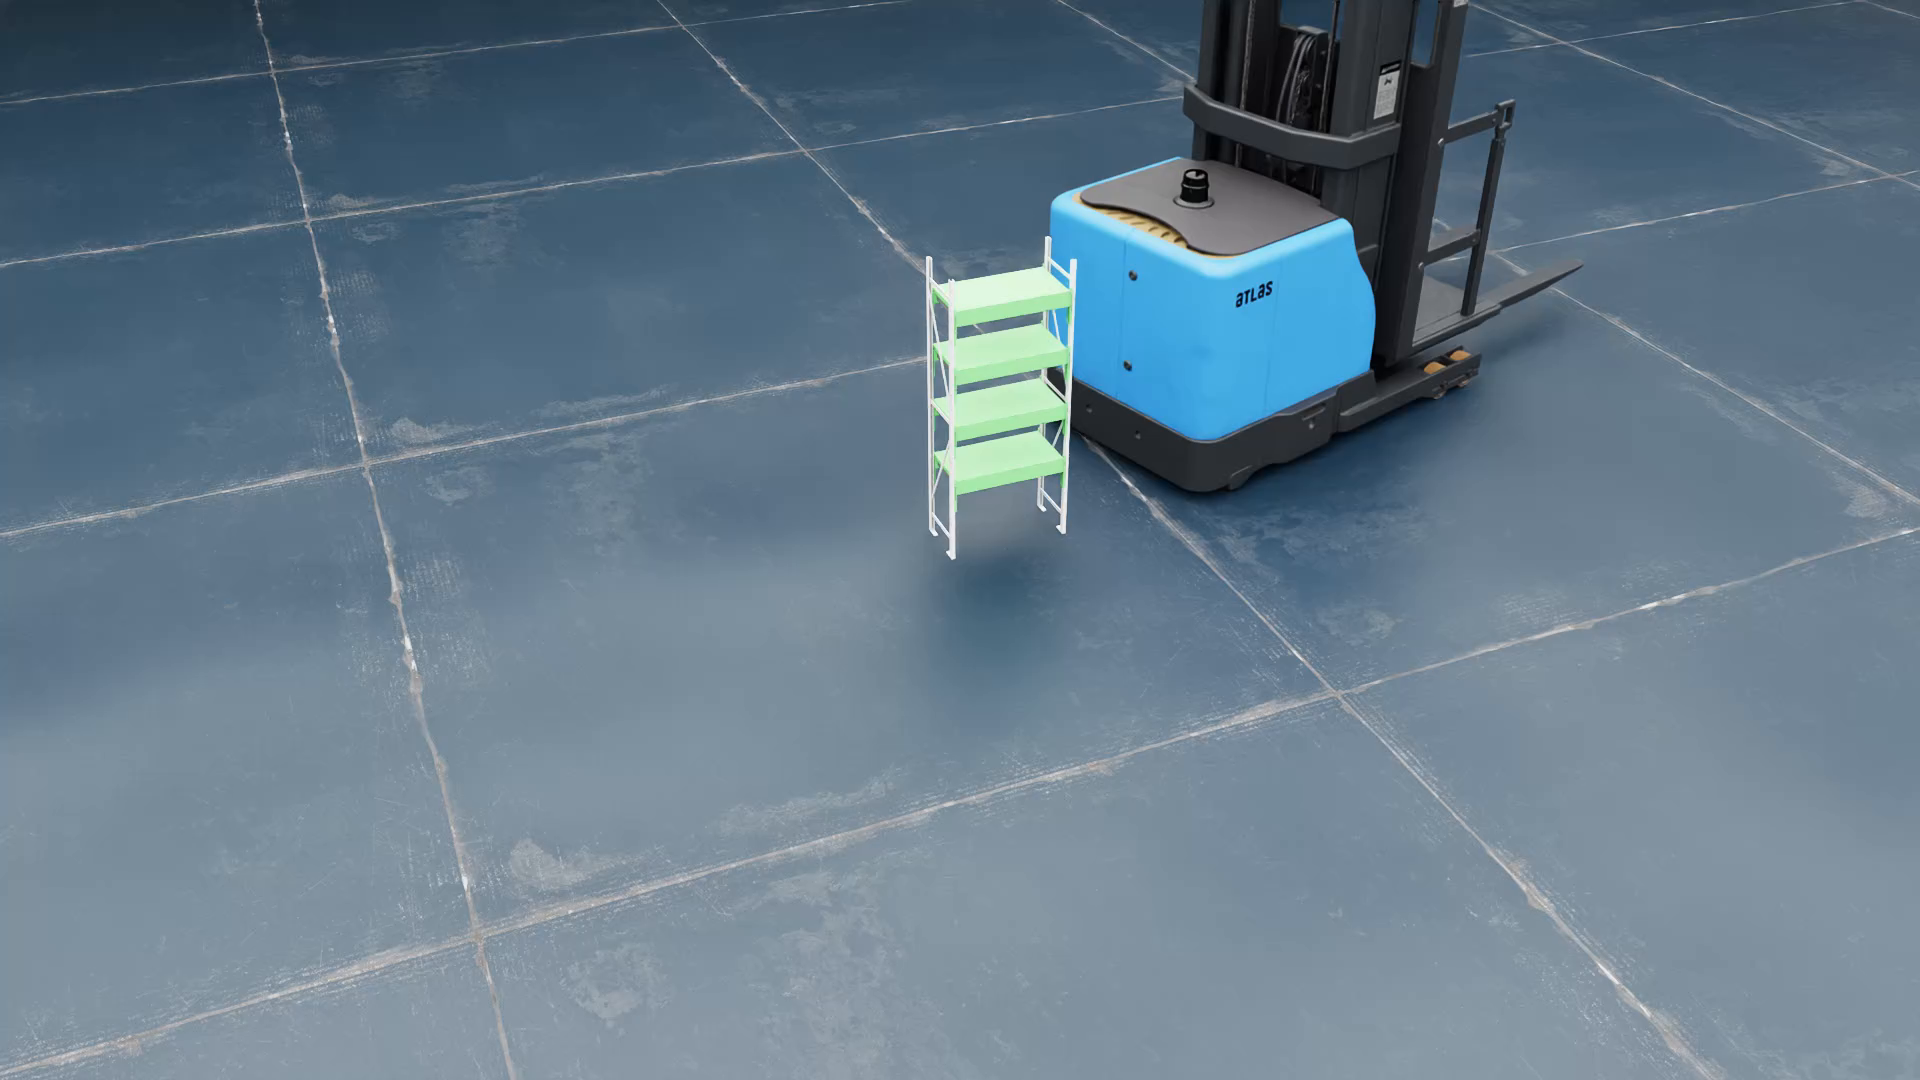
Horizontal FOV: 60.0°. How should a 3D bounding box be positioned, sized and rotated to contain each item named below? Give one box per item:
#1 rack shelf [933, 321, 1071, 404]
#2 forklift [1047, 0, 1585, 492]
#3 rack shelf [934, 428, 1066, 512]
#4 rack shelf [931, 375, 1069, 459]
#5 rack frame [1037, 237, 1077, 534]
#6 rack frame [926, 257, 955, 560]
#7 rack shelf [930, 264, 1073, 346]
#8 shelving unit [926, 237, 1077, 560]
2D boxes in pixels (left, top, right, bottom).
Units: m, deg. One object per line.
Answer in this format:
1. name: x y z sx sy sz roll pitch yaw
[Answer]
1. rack shelf: 0.153 -0.685 6.380 0.480 0.148 0.258 -13 35 -19
2. forklift: 1.829 -2.088 7.271 3.031 2.935 1.130 -24 40 -32
3. rack shelf: 0.153 -0.283 6.642 0.480 0.148 0.258 -13 35 -19
4. rack shelf: 0.153 -0.484 6.511 0.480 0.148 0.258 -13 35 -19
5. rack frame: 0.378 -0.589 6.556 0.015 1.200 0.240 -13 35 -19
6. rack frame: -0.072 -0.486 6.397 0.015 1.200 0.240 -13 35 -19
7. rack shelf: 0.153 -0.887 6.250 0.480 0.148 0.258 -13 35 -19
8. shelving unit: 0.153 -0.538 6.476 0.503 1.200 0.258 -13 35 -19
